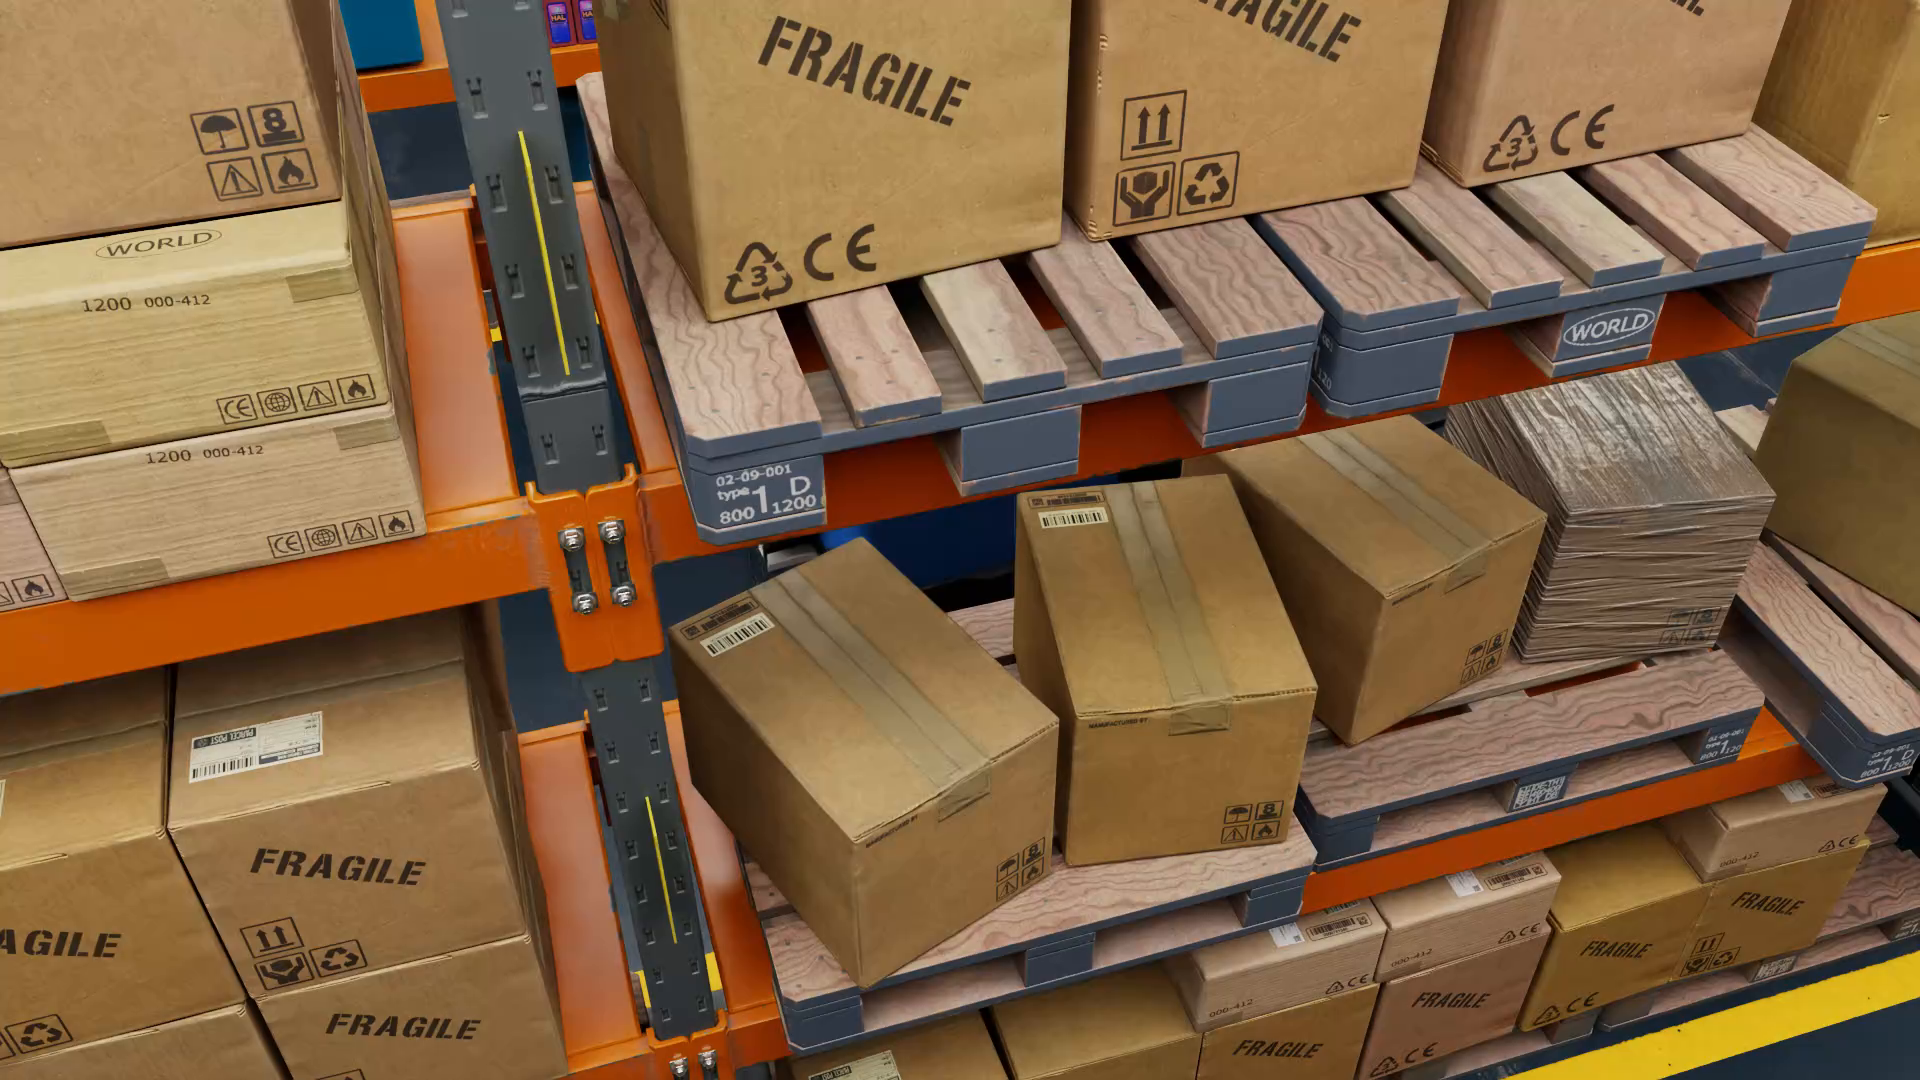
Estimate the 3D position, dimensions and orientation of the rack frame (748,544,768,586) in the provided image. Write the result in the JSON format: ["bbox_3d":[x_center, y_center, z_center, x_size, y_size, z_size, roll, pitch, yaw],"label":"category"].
[{"bbox_3d":[-0.773,-0.110,6.192,0.006,0.900,0.240,-16,44,-18],"label":"rack frame"}]

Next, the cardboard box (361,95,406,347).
[{"bbox_3d":[-1.266,-0.527,2.908,0.500,0.250,0.500,-12,42,-13],"label":"cardboard box"}]

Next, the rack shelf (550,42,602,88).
[{"bbox_3d":[-0.305,-2.629,8.026,4.000,0.370,1.077,-12,42,-13],"label":"rack shelf"}]

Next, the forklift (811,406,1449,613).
[{"bbox_3d":[0.803,-1.337,6.052,3.031,2.935,1.130,-16,44,-18],"label":"forklift"}]

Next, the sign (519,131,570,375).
[{"bbox_3d":[-0.558,-0.380,2.233,0.005,0.325,0.100,-12,42,-13],"label":"sign"}]

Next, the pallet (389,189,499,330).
[{"bbox_3d":[-2.902,-1.285,8.060,1.213,0.211,1.003,-12,42,-13],"label":"pallet"}]

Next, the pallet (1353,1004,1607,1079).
[{"bbox_3d":[1.202,1.227,5.185,1.213,0.211,1.003,-12,42,-13],"label":"pallet"}]

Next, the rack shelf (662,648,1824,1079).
[{"bbox_3d":[1.180,0.481,4.467,4.000,0.370,1.077,-12,42,-13],"label":"rack shelf"}]

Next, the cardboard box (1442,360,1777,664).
[{"bbox_3d":[1.591,-0.125,4.218,0.500,0.500,0.700,-4,41,-5],"label":"cardboard box"}]

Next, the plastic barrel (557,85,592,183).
[{"bbox_3d":[-1.688,-1.969,8.000,0.708,0.901,0.600,-12,42,-13],"label":"plastic barrel"}]

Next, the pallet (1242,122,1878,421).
[{"bbox_3d":[0.904,-0.746,3.187,1.003,0.211,1.213,-12,42,-13],"label":"pallet"}]

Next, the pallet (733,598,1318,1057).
[{"bbox_3d":[0.067,0.588,3.943,1.213,0.211,1.003,-12,42,-13],"label":"pallet"}]

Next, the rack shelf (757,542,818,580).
[{"bbox_3d":[-0.680,0.023,6.364,0.200,0.077,0.258,-16,44,-18],"label":"rack shelf"}]

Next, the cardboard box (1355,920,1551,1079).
[{"bbox_3d":[1.273,1.132,4.740,0.500,0.500,0.500,-13,43,-15],"label":"cardboard box"}]

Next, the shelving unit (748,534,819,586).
[{"bbox_3d":[-0.680,-0.137,6.223,0.210,0.900,0.258,-16,44,-18],"label":"shelving unit"}]

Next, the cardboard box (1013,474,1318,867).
[{"bbox_3d":[0.428,0.280,3.754,0.500,0.500,0.700,-5,41,-6],"label":"cardboard box"}]

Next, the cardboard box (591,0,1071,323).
[{"bbox_3d":[-0.225,-0.812,2.648,0.600,0.600,0.600,-16,43,-17],"label":"cardboard box"}]

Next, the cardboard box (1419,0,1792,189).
[{"bbox_3d":[1.046,-1.077,2.952,0.600,0.600,0.600,-13,43,-15],"label":"cardboard box"}]

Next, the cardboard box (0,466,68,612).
[{"bbox_3d":[-1.592,-0.113,2.434,0.500,0.250,0.500,-12,42,-13],"label":"cardboard box"}]

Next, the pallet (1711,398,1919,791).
[{"bbox_3d":[2.462,0.065,4.542,1.003,0.211,1.213,-12,42,-13],"label":"pallet"}]

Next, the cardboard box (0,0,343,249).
[{"bbox_3d":[-1.180,-0.819,2.292,0.500,0.500,0.700,-12,42,-13],"label":"cardboard box"}]

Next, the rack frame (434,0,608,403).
[{"bbox_3d":[-0.728,-1.654,1.804,0.127,3.000,1.000,-12,42,-13],"label":"rack frame"}]

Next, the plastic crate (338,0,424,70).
[{"bbox_3d":[-2.555,-2.215,6.972,0.575,0.384,0.392,-12,42,-13],"label":"plastic crate"}]

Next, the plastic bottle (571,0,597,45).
[{"bbox_3d":[-1.607,-2.291,7.182,0.133,0.283,0.061,-12,42,-13],"label":"plastic bottle"}]

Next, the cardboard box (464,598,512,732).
[{"bbox_3d":[-1.262,0.107,3.511,0.500,0.500,0.500,-11,42,-12],"label":"cardboard box"}]

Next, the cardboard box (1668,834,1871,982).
[{"bbox_3d":[2.266,0.922,4.980,0.500,0.500,0.500,-10,42,-11],"label":"cardboard box"}]

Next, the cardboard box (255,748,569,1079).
[{"bbox_3d":[-1.128,0.827,3.447,0.500,0.500,0.500,-11,42,-12],"label":"cardboard box"}]

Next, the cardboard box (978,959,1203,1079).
[{"bbox_3d":[0.312,1.325,4.518,0.500,0.500,0.500,-11,42,-12],"label":"cardboard box"}]

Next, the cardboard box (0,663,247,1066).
[{"bbox_3d":[-1.620,0.556,2.998,0.500,0.500,0.500,-12,43,-14],"label":"cardboard box"}]

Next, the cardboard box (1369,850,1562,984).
[{"bbox_3d":[1.239,0.858,4.483,0.500,0.250,0.500,-12,43,-14],"label":"cardboard box"}]

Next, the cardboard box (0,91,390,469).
[{"bbox_3d":[-1.110,-0.390,2.371,0.500,0.250,0.500,-12,42,-13],"label":"cardboard box"}]

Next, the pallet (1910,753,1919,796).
[{"bbox_3d":[3.884,0.726,5.758,1.213,0.211,1.003,-12,42,-13],"label":"pallet"}]

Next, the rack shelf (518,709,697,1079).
[{"bbox_3d":[-2.635,1.271,3.562,4.000,0.370,1.077,-12,42,-13],"label":"rack shelf"}]
